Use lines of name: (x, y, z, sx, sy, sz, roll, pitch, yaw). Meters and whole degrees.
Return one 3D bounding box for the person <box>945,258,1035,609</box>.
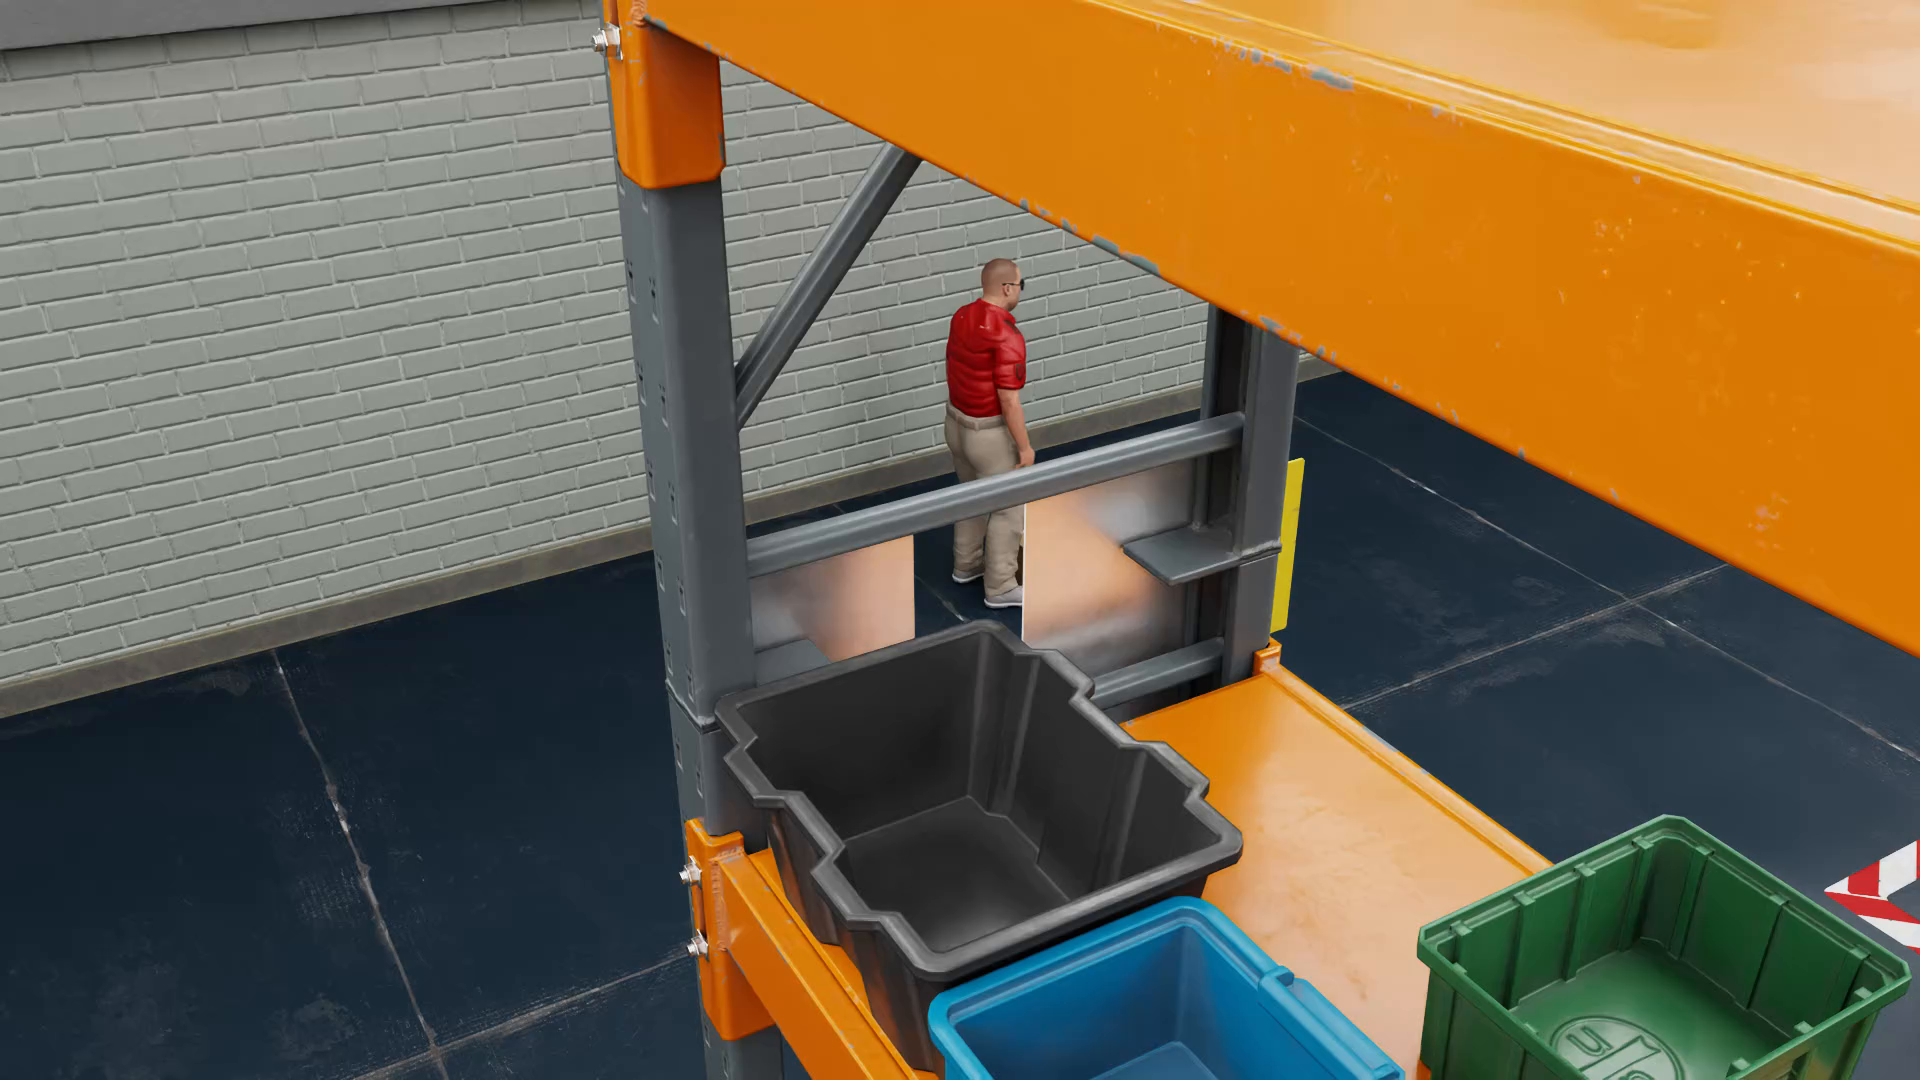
person: (0.145, -0.522, 8.088, 0.386, 1.726, 0.594, -16, 33, -27)
